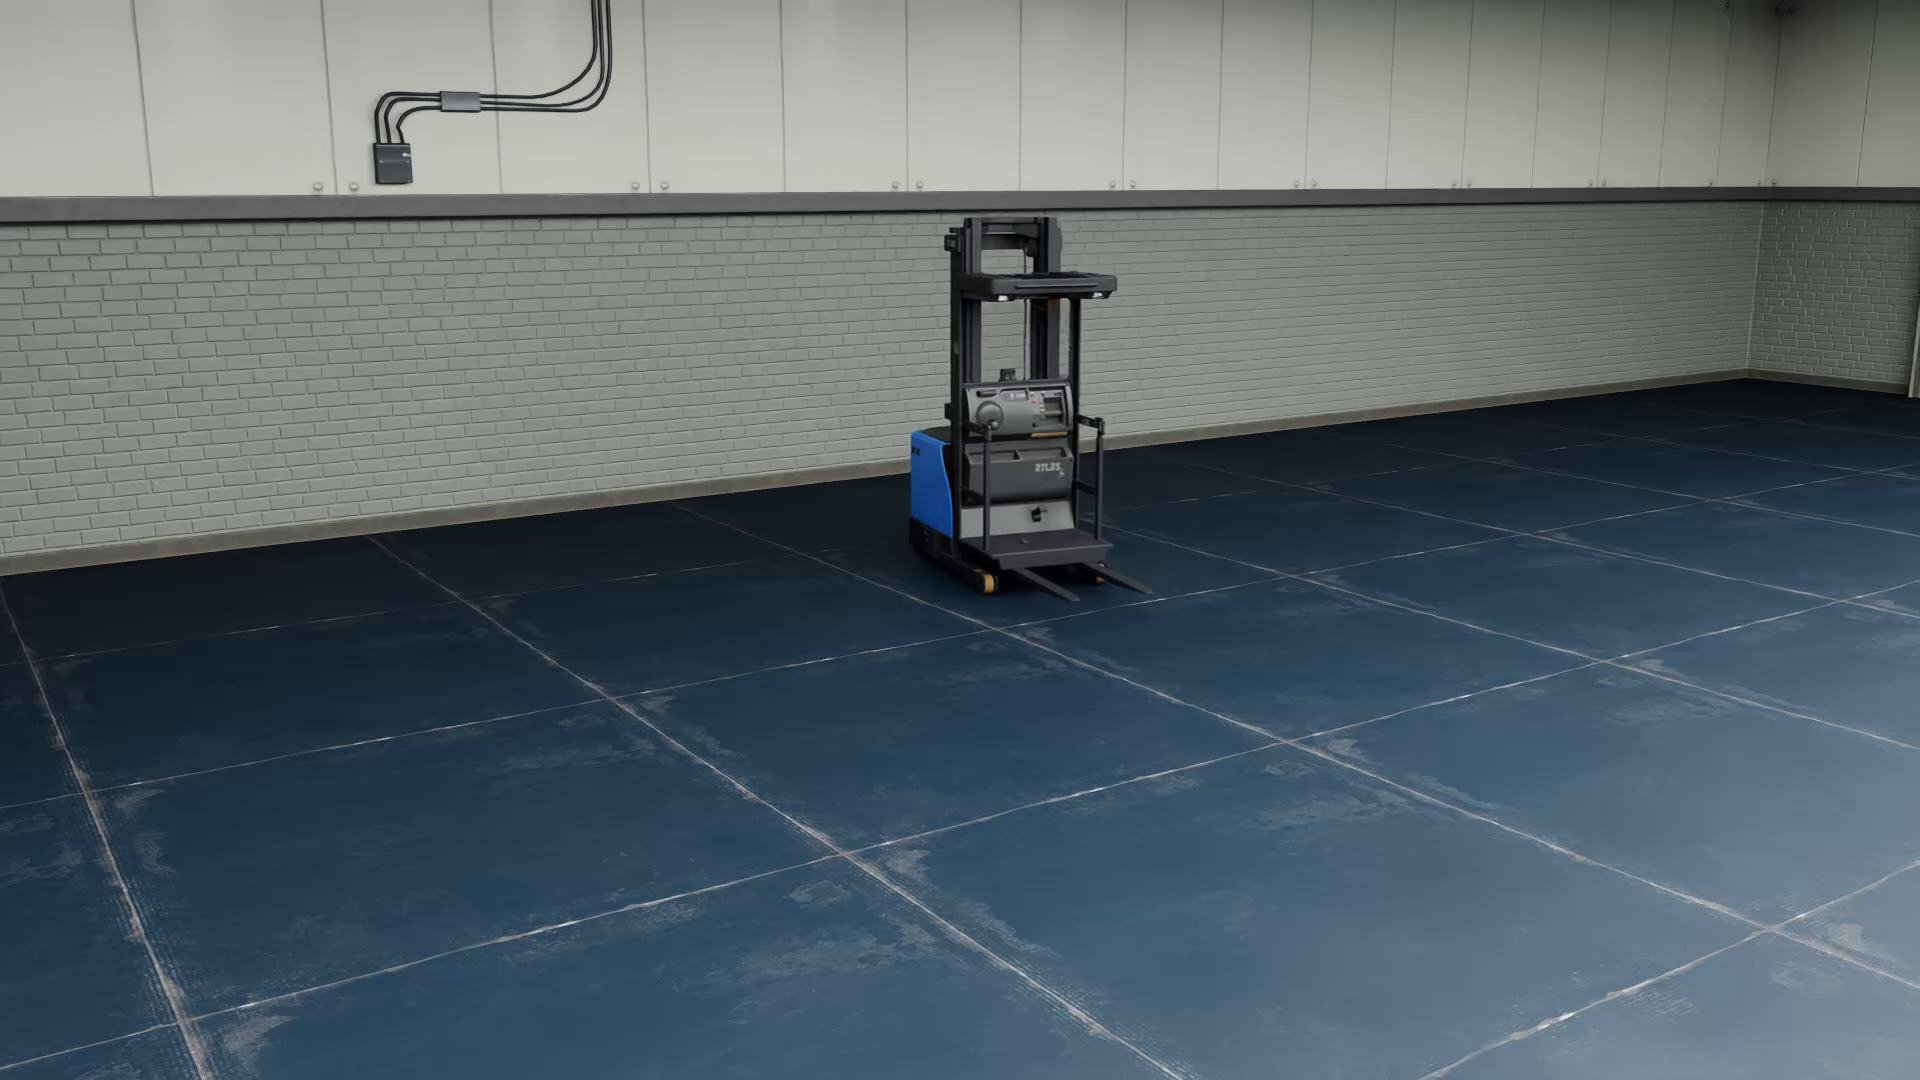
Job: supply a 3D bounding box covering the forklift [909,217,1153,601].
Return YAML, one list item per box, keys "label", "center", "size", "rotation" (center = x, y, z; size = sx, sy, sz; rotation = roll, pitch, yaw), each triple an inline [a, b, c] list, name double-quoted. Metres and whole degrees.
- label: "forklift"
  center: [0.568, -1.098, 13.409]
  size: [1.130, 2.935, 3.031]
  rotation: [-5, 13, -21]

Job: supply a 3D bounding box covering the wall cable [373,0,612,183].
- label: "wall cable"
  center: [-4.275, -6.277, 14.929]
  size: [2.305, 6.003, 0.169]
  rotation: [-8, 15, -33]

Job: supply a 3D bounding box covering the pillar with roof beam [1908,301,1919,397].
- label: "pillar with roof beam"
  center: [10.984, -6.033, 21.775]
  size: [9.100, 9.000, 0.400]
  rotation: [-8, 15, -33]
